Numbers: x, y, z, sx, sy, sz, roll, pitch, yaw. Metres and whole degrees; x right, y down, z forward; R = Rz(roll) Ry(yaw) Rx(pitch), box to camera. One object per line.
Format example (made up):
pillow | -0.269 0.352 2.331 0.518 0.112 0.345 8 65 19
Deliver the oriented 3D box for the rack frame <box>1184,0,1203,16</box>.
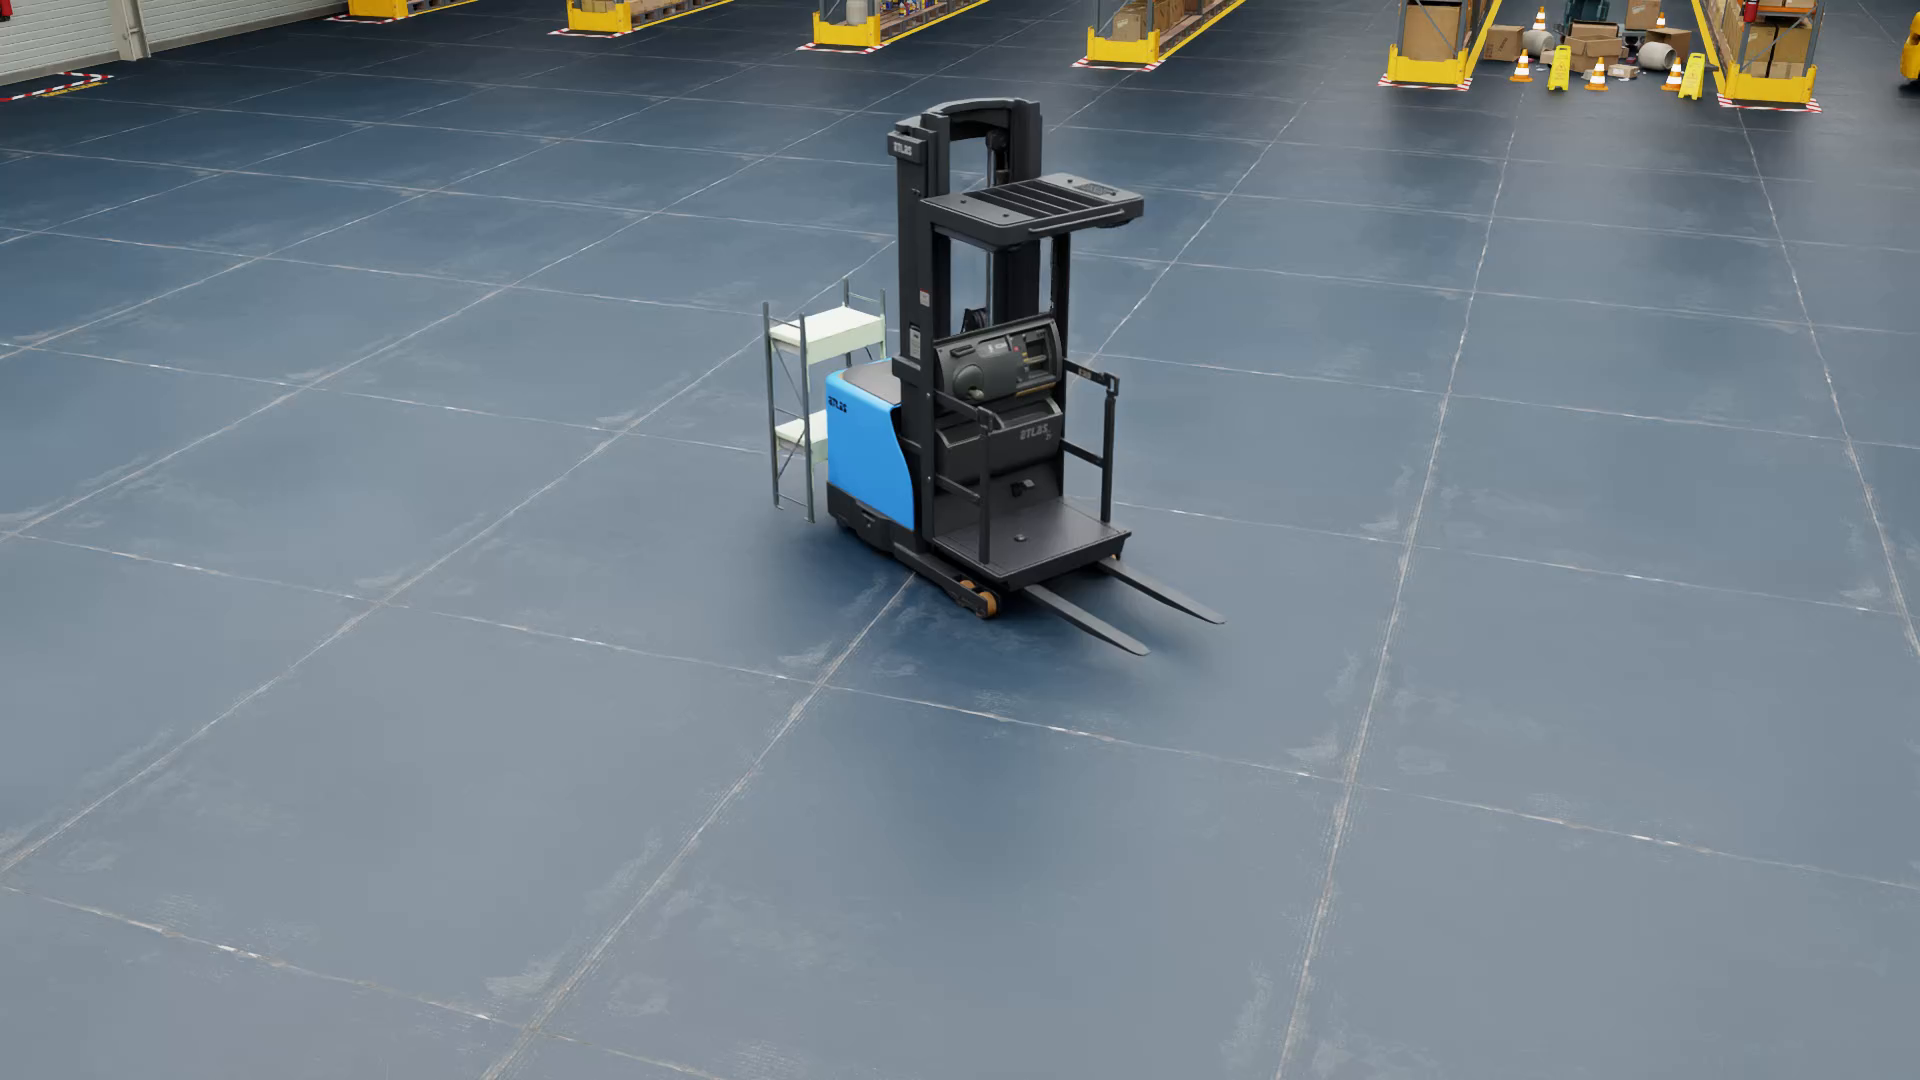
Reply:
rack frame | 4.029 -11.009 30.545 1.000 3.000 0.127 9 27 17

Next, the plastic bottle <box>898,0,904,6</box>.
plastic bottle | -1.165 -10.440 31.906 0.144 0.351 0.185 9 27 17

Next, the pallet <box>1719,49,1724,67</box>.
pallet | 13.184 -8.036 27.604 1.003 0.211 1.213 9 27 17

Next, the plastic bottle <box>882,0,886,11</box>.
plastic bottle | -1.439 -10.066 31.304 0.097 0.201 0.097 0 26 0

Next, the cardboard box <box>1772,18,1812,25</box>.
cardboard box | 12.750 -7.734 25.594 0.500 0.500 0.500 8 27 16

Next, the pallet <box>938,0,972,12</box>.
pallet | -0.417 -10.800 33.314 1.003 0.211 1.213 9 27 17

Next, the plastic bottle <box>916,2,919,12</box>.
plastic bottle | -0.827 -10.029 31.227 0.097 0.201 0.097 0 26 0

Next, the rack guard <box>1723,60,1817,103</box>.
rack guard | 12.069 -6.834 24.791 1.175 0.500 0.348 9 27 17

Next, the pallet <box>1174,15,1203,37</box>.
pallet | 3.839 -9.473 30.572 1.003 0.211 1.213 9 27 17

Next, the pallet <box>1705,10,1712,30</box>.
pallet | 14.444 -9.640 30.917 1.003 0.211 1.213 9 27 17

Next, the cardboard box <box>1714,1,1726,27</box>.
cardboard box | 14.012 -9.376 29.706 0.950 0.372 0.625 10 27 19

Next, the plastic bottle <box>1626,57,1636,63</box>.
plastic bottle | 11.176 -7.991 27.684 0.133 0.061 0.283 14 29 26

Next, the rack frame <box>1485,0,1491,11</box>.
rack frame | 10.004 -11.892 32.369 1.000 3.000 0.127 9 27 17

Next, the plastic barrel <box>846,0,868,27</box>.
plastic barrel | -1.826 -9.434 29.666 0.421 0.512 0.421 0 26 0

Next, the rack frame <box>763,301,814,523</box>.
rack frame | -1.164 -0.858 11.300 0.400 1.500 0.023 22 34 38

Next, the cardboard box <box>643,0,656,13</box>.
cardboard box | -6.091 -10.149 31.442 0.500 0.250 0.500 9 27 17

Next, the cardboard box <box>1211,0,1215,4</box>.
cardboard box | 4.616 -10.754 32.383 0.700 0.500 0.500 6 27 13

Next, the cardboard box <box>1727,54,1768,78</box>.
cardboard box | 12.067 -7.260 25.477 0.500 0.250 0.500 9 27 17

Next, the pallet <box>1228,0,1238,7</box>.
pallet | 5.099 -11.077 33.885 1.003 0.211 1.213 9 27 17

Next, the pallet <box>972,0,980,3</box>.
pallet | -0.012 -11.303 34.353 1.003 0.211 1.213 9 27 17

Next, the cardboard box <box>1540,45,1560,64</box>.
cardboard box | 9.838 -8.044 27.559 0.396 0.266 0.258 14 29 26

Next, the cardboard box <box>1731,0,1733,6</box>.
cardboard box | 12.656 -8.695 26.835 0.380 0.149 0.250 10 28 19

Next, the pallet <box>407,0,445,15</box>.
pallet | -10.986 -10.625 32.952 1.003 0.211 1.213 9 27 17

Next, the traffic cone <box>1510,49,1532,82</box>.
traffic cone | 8.858 -7.475 26.157 0.336 0.463 0.334 9 27 17

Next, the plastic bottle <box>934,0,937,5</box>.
plastic bottle | -0.490 -10.457 32.018 0.061 0.283 0.133 10 28 20

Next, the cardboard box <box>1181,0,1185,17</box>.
cardboard box | 3.858 -9.914 30.671 0.500 0.500 0.500 8 27 16

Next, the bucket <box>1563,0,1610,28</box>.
bucket | 10.802 -9.069 28.550 0.726 0.611 0.620 20 22 35

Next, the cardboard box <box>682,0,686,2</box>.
cardboard box | -5.588 -10.764 32.714 0.500 0.250 0.500 9 27 17

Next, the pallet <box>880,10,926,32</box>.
pallet | -1.309 -9.699 31.040 1.003 0.211 1.213 9 27 17

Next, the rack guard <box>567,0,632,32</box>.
rack guard | -6.650 -9.668 30.645 1.175 0.500 0.348 9 27 17

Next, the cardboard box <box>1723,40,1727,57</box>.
cardboard box | 12.582 -7.880 26.757 0.500 0.250 0.500 8 27 17

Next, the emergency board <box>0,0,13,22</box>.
emergency board | -14.753 -8.457 25.276 0.194 1.169 0.643 9 27 17

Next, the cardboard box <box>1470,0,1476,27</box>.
cardboard box | 8.795 -9.693 29.926 1.050 0.750 0.750 9 27 17

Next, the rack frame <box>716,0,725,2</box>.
rack frame | -5.311 -12.447 33.515 1.000 3.000 0.127 9 27 17

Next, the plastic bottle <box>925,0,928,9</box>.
plastic bottle | -0.663 -10.244 31.578 0.061 0.283 0.133 11 28 21

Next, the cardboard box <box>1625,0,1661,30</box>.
cardboard box | 11.686 -9.033 28.464 0.500 0.500 0.500 9 27 17

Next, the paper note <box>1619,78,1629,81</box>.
paper note | 10.481 -7.269 26.228 0.148 0.019 0.142 0 26 -1

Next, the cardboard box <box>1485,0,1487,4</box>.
cardboard box | 9.717 -10.831 32.278 1.050 0.750 0.750 8 27 17

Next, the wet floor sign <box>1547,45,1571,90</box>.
wet floor sign | 9.199 -7.246 25.474 0.267 0.644 0.232 4 26 8

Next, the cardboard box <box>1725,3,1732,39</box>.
cardboard box | 12.756 -8.436 27.043 0.500 0.500 0.500 10 28 20

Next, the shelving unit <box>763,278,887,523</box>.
shelving unit | -0.913 -0.974 11.539 0.431 1.500 0.755 22 34 38

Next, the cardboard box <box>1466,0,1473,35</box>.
cardboard box | 8.398 -9.232 28.832 0.875 0.875 0.875 9 27 18

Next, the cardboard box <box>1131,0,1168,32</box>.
cardboard box | 3.315 -9.188 29.172 0.500 0.500 0.500 11 28 22

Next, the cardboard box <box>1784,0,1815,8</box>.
cardboard box | 12.352 -7.924 24.463 0.380 0.149 0.250 9 27 18

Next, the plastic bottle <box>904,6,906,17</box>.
plastic bottle | -1.041 -9.764 30.681 0.097 0.201 0.097 0 26 0

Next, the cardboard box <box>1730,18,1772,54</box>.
cardboard box | 12.235 -7.799 25.728 0.500 0.500 0.500 10 28 19

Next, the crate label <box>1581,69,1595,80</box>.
crate label | 10.013 -7.357 26.287 0.250 0.136 0.298 -5 26 -9

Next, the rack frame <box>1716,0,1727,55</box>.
rack frame | 13.374 -9.572 27.577 1.000 3.000 0.127 9 27 17

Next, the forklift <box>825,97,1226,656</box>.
forklift | 0.378 -1.078 10.113 1.130 2.935 3.031 -18 31 -33

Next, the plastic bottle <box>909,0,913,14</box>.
plastic bottle | -0.928 -9.935 30.954 0.097 0.271 0.097 0 26 0

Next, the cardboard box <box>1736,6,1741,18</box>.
cardboard box | 12.210 -8.139 25.687 0.380 0.149 0.250 9 27 18

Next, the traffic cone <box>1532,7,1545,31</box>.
traffic cone | 10.543 -9.438 30.213 0.336 0.463 0.334 9 27 17

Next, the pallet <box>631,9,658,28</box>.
pallet | -6.427 -9.868 31.390 1.003 0.211 1.213 9 27 17
